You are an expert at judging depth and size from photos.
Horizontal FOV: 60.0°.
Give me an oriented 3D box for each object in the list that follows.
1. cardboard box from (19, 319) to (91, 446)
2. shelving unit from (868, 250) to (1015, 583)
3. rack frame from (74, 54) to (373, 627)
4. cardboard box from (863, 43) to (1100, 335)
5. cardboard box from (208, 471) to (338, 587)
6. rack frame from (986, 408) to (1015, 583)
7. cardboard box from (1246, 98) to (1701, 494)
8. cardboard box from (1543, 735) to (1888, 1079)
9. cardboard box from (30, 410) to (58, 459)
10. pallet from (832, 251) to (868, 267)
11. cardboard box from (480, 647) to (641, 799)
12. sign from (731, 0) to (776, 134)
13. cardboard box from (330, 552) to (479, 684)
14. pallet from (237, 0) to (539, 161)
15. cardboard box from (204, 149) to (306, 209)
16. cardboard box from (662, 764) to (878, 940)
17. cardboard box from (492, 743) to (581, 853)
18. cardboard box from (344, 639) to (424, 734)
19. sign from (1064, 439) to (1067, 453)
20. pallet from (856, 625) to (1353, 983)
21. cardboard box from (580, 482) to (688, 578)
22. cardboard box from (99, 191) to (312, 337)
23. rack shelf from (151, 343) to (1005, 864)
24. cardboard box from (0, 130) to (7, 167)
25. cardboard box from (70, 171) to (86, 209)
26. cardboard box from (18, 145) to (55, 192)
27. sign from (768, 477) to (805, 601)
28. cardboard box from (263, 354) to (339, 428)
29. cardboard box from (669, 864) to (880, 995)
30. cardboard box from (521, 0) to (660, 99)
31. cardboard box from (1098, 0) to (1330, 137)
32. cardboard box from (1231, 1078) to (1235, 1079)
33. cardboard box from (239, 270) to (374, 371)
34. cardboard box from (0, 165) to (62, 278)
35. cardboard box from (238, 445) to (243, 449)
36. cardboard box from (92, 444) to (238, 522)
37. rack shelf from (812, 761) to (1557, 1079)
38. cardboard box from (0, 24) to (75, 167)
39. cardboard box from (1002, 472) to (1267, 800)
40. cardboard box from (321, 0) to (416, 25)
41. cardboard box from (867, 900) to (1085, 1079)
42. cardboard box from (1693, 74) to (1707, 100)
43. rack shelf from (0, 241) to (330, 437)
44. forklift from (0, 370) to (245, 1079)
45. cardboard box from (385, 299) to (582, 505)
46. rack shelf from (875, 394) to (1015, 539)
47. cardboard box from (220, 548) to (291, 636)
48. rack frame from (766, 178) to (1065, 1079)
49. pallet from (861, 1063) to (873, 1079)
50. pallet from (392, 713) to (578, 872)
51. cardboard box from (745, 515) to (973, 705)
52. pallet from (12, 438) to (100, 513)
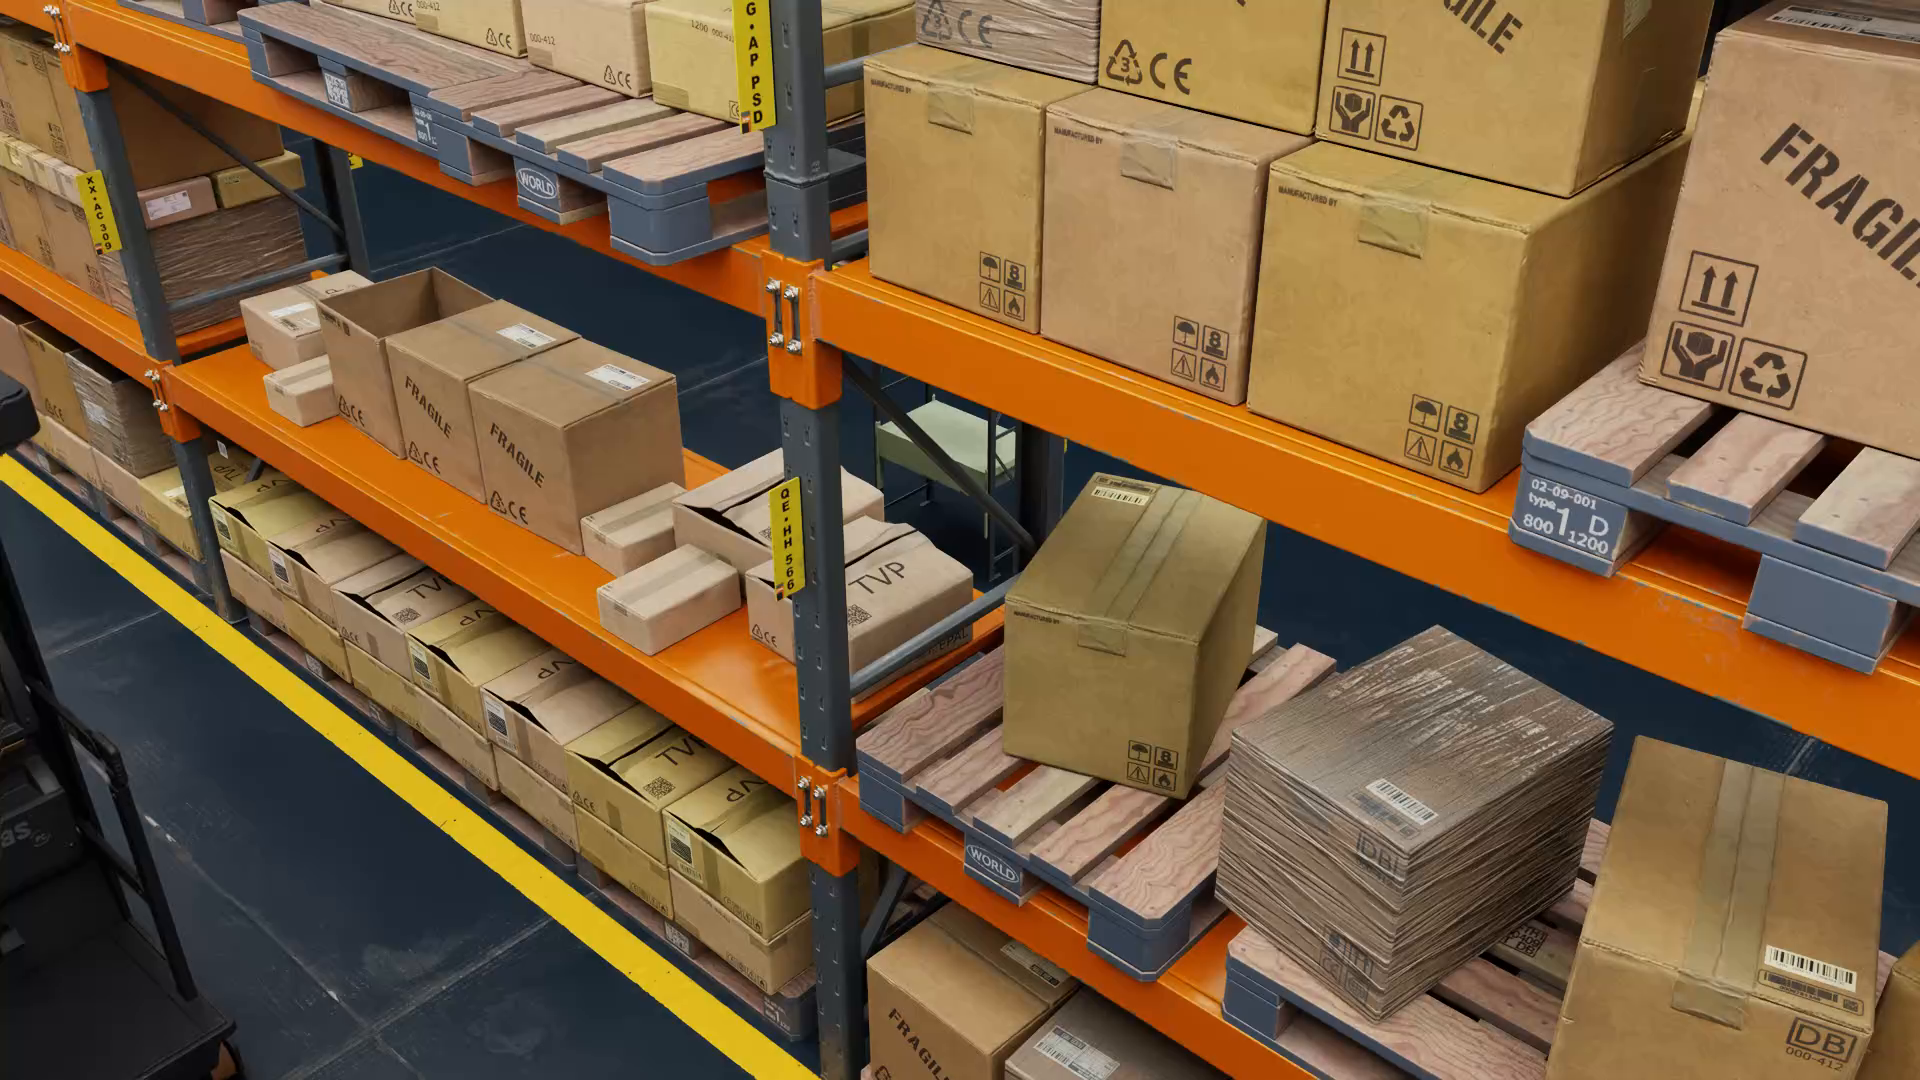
[{"bbox_3d":[-4.260,-0.851,8.287,0.500,0.500,0.500,25,39,35],"label":"cardboard box"},{"bbox_3d":[-0.005,-0.645,7.867,0.755,1.500,0.431,25,39,35],"label":"shelving unit"},{"bbox_3d":[-3.034,-1.102,7.172,0.127,3.000,1.000,25,39,35],"label":"rack frame"},{"bbox_3d":[0.278,-0.907,3.843,0.500,0.500,0.910,25,39,35],"label":"cardboard box"},{"bbox_3d":[-2.894,-0.106,7.232,0.500,0.311,0.500,25,39,35],"label":"cardboard box"},{"bbox_3d":[0.266,-0.518,7.657,0.023,1.500,0.400,25,39,35],"label":"rack frame"},{"bbox_3d":[1.042,-0.551,3.251,0.500,0.500,0.910,25,39,35],"label":"cardboard box"},{"bbox_3d":[1.547,0.856,3.415,0.500,0.500,0.700,15,34,23],"label":"cardboard box"},{"bbox_3d":[-4.640,-0.698,8.759,0.500,0.250,0.500,25,39,35],"label":"cardboard box"},{"bbox_3d":[-0.234,-2.022,11.403,1.213,0.211,1.003,25,39,35],"label":"pallet"},{"bbox_3d":[-1.384,0.600,6.060,0.500,0.311,0.500,25,39,35],"label":"cardboard box"},{"bbox_3d":[-0.446,-1.048,3.597,0.005,0.325,0.100,25,39,35],"label":"sign"},{"bbox_3d":[-2.142,0.248,6.644,0.500,0.311,0.500,24,38,34],"label":"cardboard box"},{"bbox_3d":[-1.462,-1.508,5.122,1.213,0.211,1.003,27,40,37],"label":"pallet"},{"bbox_3d":[-3.103,-1.590,7.256,0.250,0.149,0.380,25,39,35],"label":"cardboard box"},{"bbox_3d":[-0.621,0.953,5.473,0.500,0.311,0.500,26,40,36],"label":"cardboard box"},{"bbox_3d":[-1.377,0.840,6.206,0.500,0.250,0.500,26,40,36],"label":"cardboard box"},{"bbox_3d":[-2.137,0.486,6.793,0.500,0.250,0.500,24,38,34],"label":"cardboard box"},{"bbox_3d":[0.289,-0.390,4.944,0.005,0.325,0.100,25,39,35],"label":"sign"},{"bbox_3d":[0.482,0.573,4.577,1.003,0.211,1.213,25,39,35],"label":"pallet"},{"bbox_3d":[-1.051,-0.030,5.634,0.380,0.149,0.250,-26,40,-36],"label":"cardboard box"},{"bbox_3d":[-3.367,-1.296,7.397,0.500,0.500,0.700,24,38,34],"label":"cardboard box"},{"bbox_3d":[-1.551,-0.101,6.207,4.000,0.370,1.077,25,39,35],"label":"rack shelf"},{"bbox_3d":[-4.319,-1.875,7.730,0.250,0.149,0.380,26,40,36],"label":"cardboard box"},{"bbox_3d":[-3.561,-1.521,7.142,0.250,0.149,0.380,24,39,34],"label":"cardboard box"},{"bbox_3d":[-3.952,-1.701,7.442,0.250,0.149,0.380,25,39,35],"label":"cardboard box"},{"bbox_3d":[-0.438,0.000,4.219,0.005,0.325,0.100,25,39,35],"label":"sign"},{"bbox_3d":[-2.514,-0.609,6.597,0.250,0.149,0.380,25,39,35],"label":"cardboard box"},{"bbox_3d":[-0.622,1.192,5.621,0.500,0.250,0.500,26,40,36],"label":"cardboard box"},{"bbox_3d":[-0.843,-1.428,4.544,0.500,0.250,0.500,26,40,36],"label":"cardboard box"},{"bbox_3d":[0.629,-1.144,3.267,0.500,0.500,0.500,25,39,35],"label":"cardboard box"},{"bbox_3d":[0.838,1.786,4.371,0.500,0.500,0.500,24,39,34],"label":"cardboard box"},{"bbox_3d":[-2.639,-0.884,6.955,0.500,0.250,0.500,-27,40,-37],"label":"cardboard box"},{"bbox_3d":[-4.132,-1.651,7.987,0.500,0.500,0.700,26,39,36],"label":"cardboard box"},{"bbox_3d":[-3.541,-0.555,8.522,0.500,0.250,0.500,25,39,35],"label":"cardboard box"},{"bbox_3d":[-3.888,-0.357,8.194,0.500,0.250,0.500,25,39,35],"label":"cardboard box"},{"bbox_3d":[1.415,1.283,3.908,4.000,0.370,1.077,25,39,35],"label":"rack shelf"},{"bbox_3d":[-3.742,-2.026,7.352,0.500,0.500,0.700,25,39,35],"label":"cardboard box"},{"bbox_3d":[0.475,0.235,4.448,0.500,0.500,0.700,12,33,19],"label":"cardboard box"},{"bbox_3d":[-1.657,-1.817,5.190,0.500,0.250,0.500,21,37,31],"label":"cardboard box"},{"bbox_3d":[0.078,1.432,4.960,0.500,0.500,0.500,27,40,37],"label":"cardboard box"},{"bbox_3d":[3.438,-1.847,7.278,0.500,0.250,0.500,26,40,36],"label":"cardboard box"},{"bbox_3d":[-4.516,-1.486,8.507,4.000,0.370,1.077,25,39,35],"label":"rack shelf"},{"bbox_3d":[-2.935,0.576,4.452,3.031,2.935,1.130,24,39,34],"label":"forklift"},{"bbox_3d":[-1.713,-0.517,6.103,0.500,0.500,0.500,25,39,35],"label":"cardboard box"},{"bbox_3d":[-0.005,-0.366,8.035,0.720,0.370,0.431,25,39,35],"label":"rack shelf"},{"bbox_3d":[-2.901,0.131,7.383,0.500,0.250,0.500,24,38,34],"label":"cardboard box"},{"bbox_3d":[-0.068,0.283,4.872,0.127,3.000,1.000,25,39,35],"label":"rack frame"},{"bbox_3d":[0.460,1.750,5.138,1.213,0.211,1.003,25,39,35],"label":"pallet"},{"bbox_3d":[-1.552,0.755,6.791,1.213,0.211,1.003,25,39,35],"label":"pallet"},{"bbox_3d":[-0.308,0.178,5.132,0.500,0.311,0.500,-27,40,-37],"label":"cardboard box"},{"bbox_3d":[-4.504,-0.621,9.076,1.213,0.211,1.003,25,39,35],"label":"pallet"}]
